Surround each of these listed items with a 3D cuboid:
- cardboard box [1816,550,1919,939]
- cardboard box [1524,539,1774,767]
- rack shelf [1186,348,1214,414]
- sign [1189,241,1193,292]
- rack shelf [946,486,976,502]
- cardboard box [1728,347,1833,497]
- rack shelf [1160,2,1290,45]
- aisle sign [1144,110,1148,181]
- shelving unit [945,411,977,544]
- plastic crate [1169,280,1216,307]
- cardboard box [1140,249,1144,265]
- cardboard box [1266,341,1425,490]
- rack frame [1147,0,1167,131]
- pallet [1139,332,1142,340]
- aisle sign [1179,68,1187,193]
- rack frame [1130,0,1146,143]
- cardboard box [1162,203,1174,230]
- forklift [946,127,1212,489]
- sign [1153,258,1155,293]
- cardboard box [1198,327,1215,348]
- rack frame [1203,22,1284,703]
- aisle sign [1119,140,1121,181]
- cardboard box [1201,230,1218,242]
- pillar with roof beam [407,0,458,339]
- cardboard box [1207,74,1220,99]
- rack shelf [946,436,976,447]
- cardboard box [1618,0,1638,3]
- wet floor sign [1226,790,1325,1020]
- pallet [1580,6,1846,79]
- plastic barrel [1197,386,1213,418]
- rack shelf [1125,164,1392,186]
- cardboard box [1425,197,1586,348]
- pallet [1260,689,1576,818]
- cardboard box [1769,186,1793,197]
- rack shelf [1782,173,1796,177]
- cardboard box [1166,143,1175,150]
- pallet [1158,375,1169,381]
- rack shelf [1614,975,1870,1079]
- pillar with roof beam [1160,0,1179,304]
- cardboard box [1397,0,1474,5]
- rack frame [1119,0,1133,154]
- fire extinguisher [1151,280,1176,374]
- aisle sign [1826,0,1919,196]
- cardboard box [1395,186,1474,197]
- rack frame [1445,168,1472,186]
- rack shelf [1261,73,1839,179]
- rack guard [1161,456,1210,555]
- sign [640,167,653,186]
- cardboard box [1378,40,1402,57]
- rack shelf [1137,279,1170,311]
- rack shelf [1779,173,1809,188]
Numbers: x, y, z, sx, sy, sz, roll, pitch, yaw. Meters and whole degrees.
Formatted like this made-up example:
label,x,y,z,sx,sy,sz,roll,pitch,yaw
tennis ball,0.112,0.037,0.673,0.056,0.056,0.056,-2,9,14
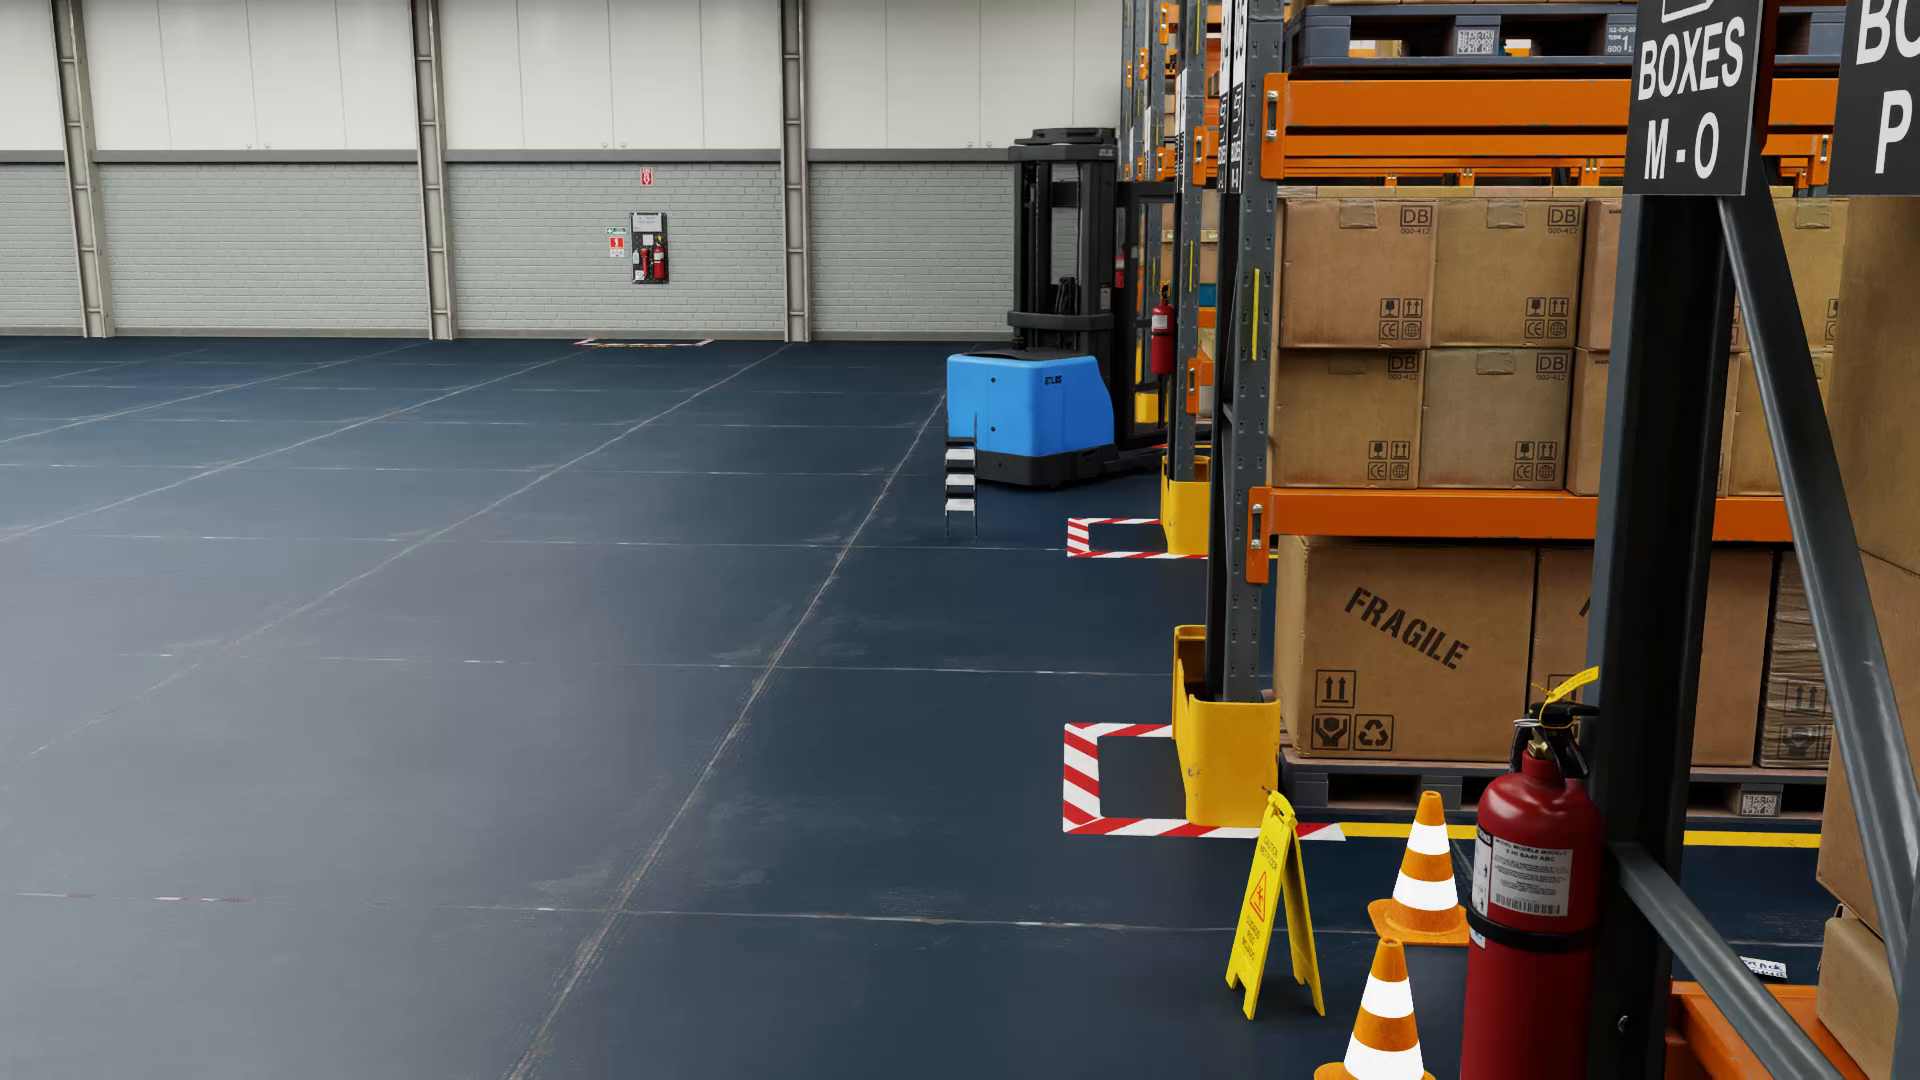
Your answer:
label,x,y,z,sx,sy,sz,roll,pitch,yaw
cardboard box,1.451,0.296,2.059,0.500,0.500,0.500,1,12,3
cardboard box,2.680,0.368,6.846,0.875,0.875,0.875,1,12,3
rack shelf,3.549,-1.106,11.487,4.000,0.370,1.077,1,12,4
sign,1.518,-1.798,10.926,0.005,0.325,0.100,1,12,4
rack shelf,0.008,-0.320,11.701,0.200,0.077,0.258,1,12,4
cardboard box,3.127,-0.516,6.543,0.500,0.550,0.875,1,12,4
rack shelf,3.880,-4.859,15.751,4.000,0.370,1.077,1,12,4
aisle sign,1.833,-3.832,16.410,0.004,0.787,0.394,1,12,4
shelving unit,0.008,-0.440,11.675,0.210,0.900,0.258,1,12,4
plastic crate,2.404,-2.479,16.656,0.616,0.251,0.499,1,12,4
cardboard box,3.012,-4.386,25.728,0.500,0.250,0.500,0,12,2
cardboard box,1.495,-0.551,6.711,0.550,0.550,0.875,1,12,4
rack frame,1.885,-5.434,15.767,0.127,3.000,1.000,1,12,4
pallet,3.431,-3.137,26.250,1.213,0.211,1.003,1,12,4
aisle sign,1.472,-2.698,10.989,0.004,0.787,0.394,1,12,4
rack frame,2.219,-6.446,20.604,0.127,3.000,1.000,1,12,4
cardboard box,2.737,-4.184,21.029,0.500,0.500,0.700,1,12,4
forklift,1.239,-2.096,14.628,1.130,2.935,3.031,10,16,41
sign,1.844,-2.521,15.816,0.005,0.325,0.100,1,12,4
cardboard box,3.239,-2.677,21.097,0.500,0.500,0.500,1,12,4
rack frame,1.121,-0.474,6.707,0.127,3.000,1.000,1,12,4
aisle sign,2.455,-5.734,25.502,0.004,0.787,0.394,1,12,4
cardboard box,3.109,-3.820,20.874,0.250,0.149,0.380,1,12,4
pillar with roof beam,-8.958,-6.910,22.822,0.400,9.000,9.100,1,12,4
cardboard box,1.852,-3.136,11.498,0.250,0.149,0.380,1,12,4
rack shelf,0.008,-0.672,11.627,0.200,0.077,0.258,1,12,4
cardboard box,2.450,-1.990,5.971,0.250,0.149,0.380,1,12,4
wet floor sign,0.960,1.083,5.016,0.232,0.644,0.267,-1,12,-6
pallet,3.083,-1.874,6.293,1.213,0.211,1.003,1,12,4
plastic barrel,2.546,-1.492,16.625,0.421,0.512,0.421,0,12,0
rack shelf,4.542,-5.610,25.692,4.000,0.370,1.077,1,12,4
cardboard box,2.044,-1.074,6.573,0.550,0.550,0.875,1,12,4
pallet,1.924,0.886,7.016,1.213,0.211,1.003,1,12,4
cardboard box,5.077,-2.065,10.900,0.500,0.500,0.500,1,12,4
rack shelf,12.524,-5.501,25.169,4.000,0.370,1.077,1,12,4
cardboard box,3.397,-5.978,25.401,0.500,0.500,0.500,2,12,8
pallet,2.985,-2.143,21.495,1.213,0.211,1.003,1,12,4
rack shelf,2.887,0.918,1.809,4.000,0.370,1.077,1,12,4
pillar with roof beam,3.015,-6.745,22.037,0.400,9.000,9.100,1,12,4
cardboard box,1.696,-2.000,6.021,0.250,0.149,0.380,1,12,4
rack frame,2.547,-7.458,25.443,0.127,3.000,1.000,1,12,4
fire extinguisher,1.470,-1.543,12.010,0.183,0.674,0.296,1,12,4
aisle sign,0.809,-0.671,1.301,0.004,0.787,0.394,1,12,4
cardboard box,3.082,-2.092,11.028,0.500,0.500,0.500,1,12,4
rack frame,6.210,-3.455,20.957,0.127,3.000,1.000,1,12,4
rack shelf,3.117,-1.562,6.342,4.000,0.370,1.077,1,12,4
rack guard,1.629,-0.261,11.795,0.348,0.500,1.175,1,12,4
sign,-5.148,-5.967,27.308,0.199,0.298,0.001,1,12,4
cardboard box,3.017,-3.318,10.784,0.500,0.500,0.500,1,12,4
rack shelf,4.215,-3.130,21.161,4.000,0.370,1.077,1,12,4
rack shelf,12.197,-4.489,20.331,4.000,0.370,1.077,1,12,4
